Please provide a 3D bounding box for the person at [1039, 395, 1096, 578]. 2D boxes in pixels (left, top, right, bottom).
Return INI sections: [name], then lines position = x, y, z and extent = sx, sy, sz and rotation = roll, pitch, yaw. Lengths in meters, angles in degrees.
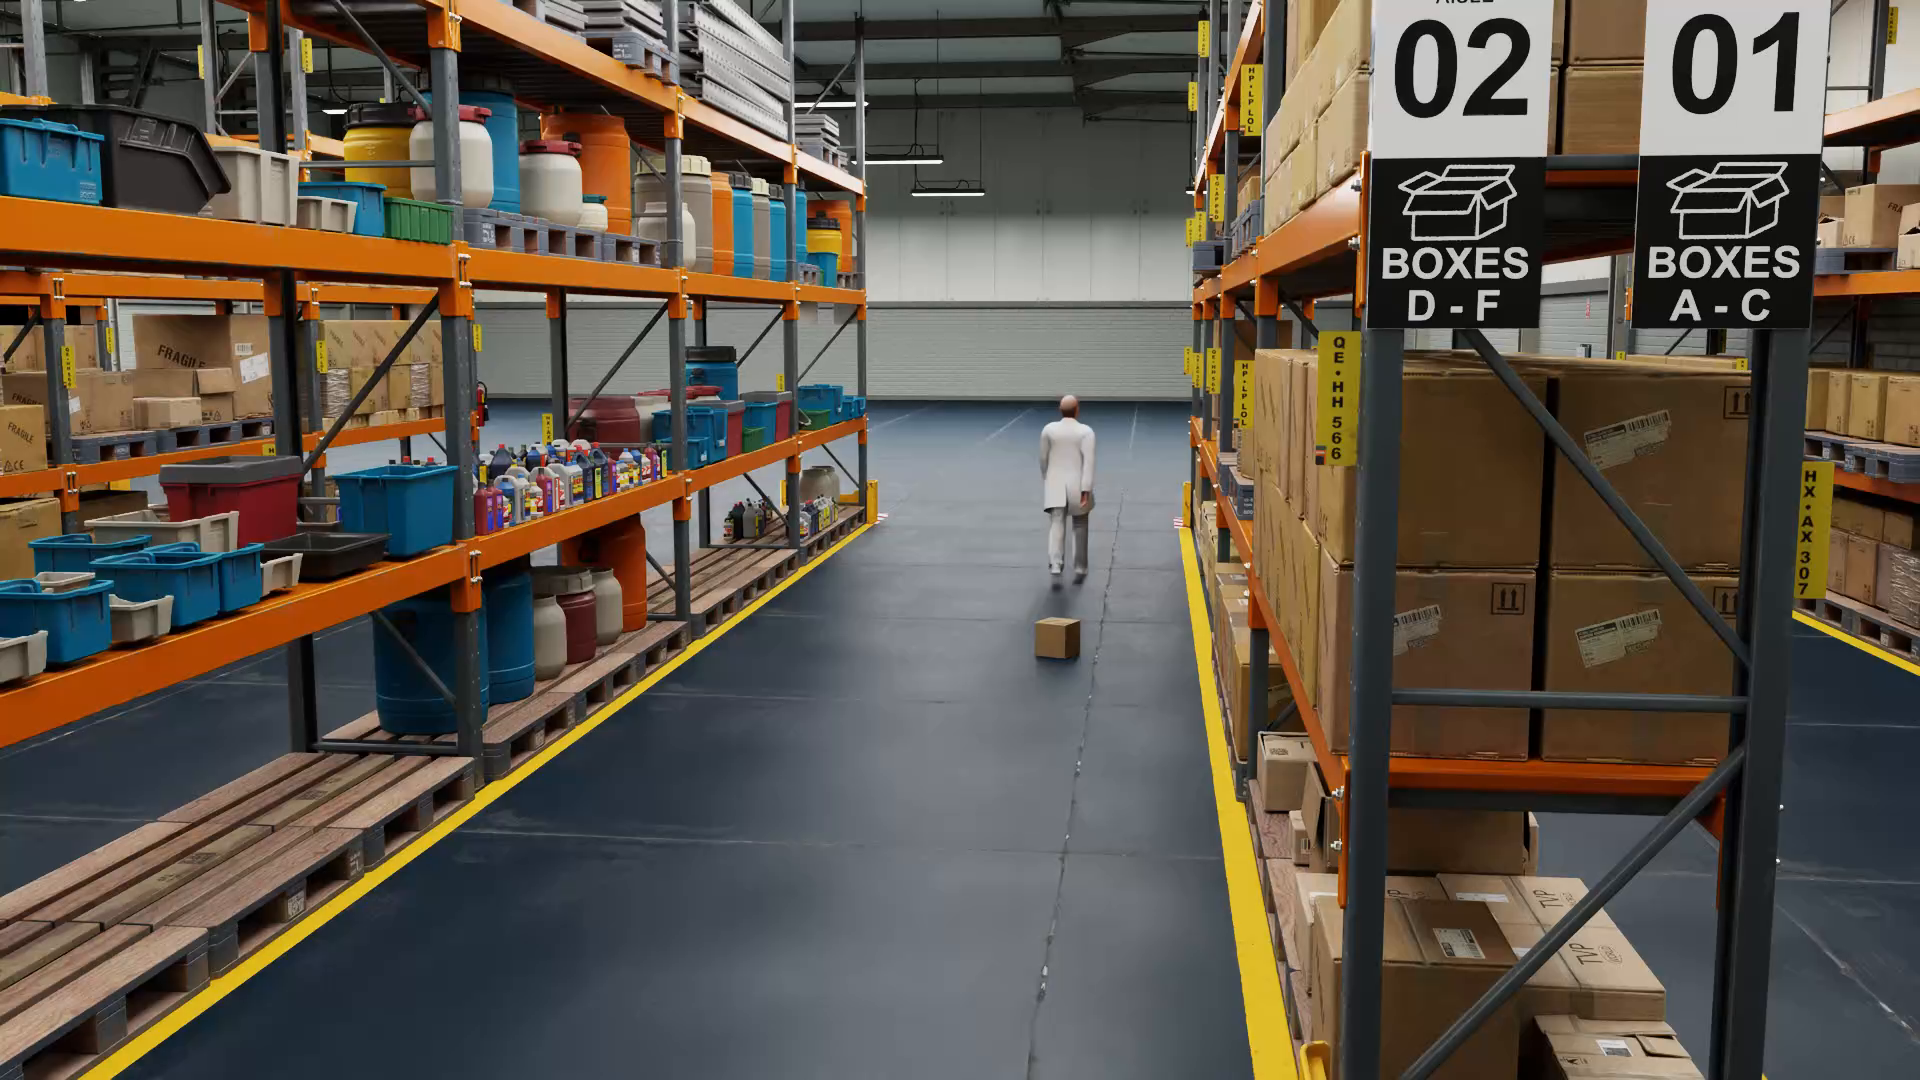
[person]
position = 1.023, -0.513, 15.786
extent = 0.557, 1.727, 1.125
rotation = 1, 8, 10
